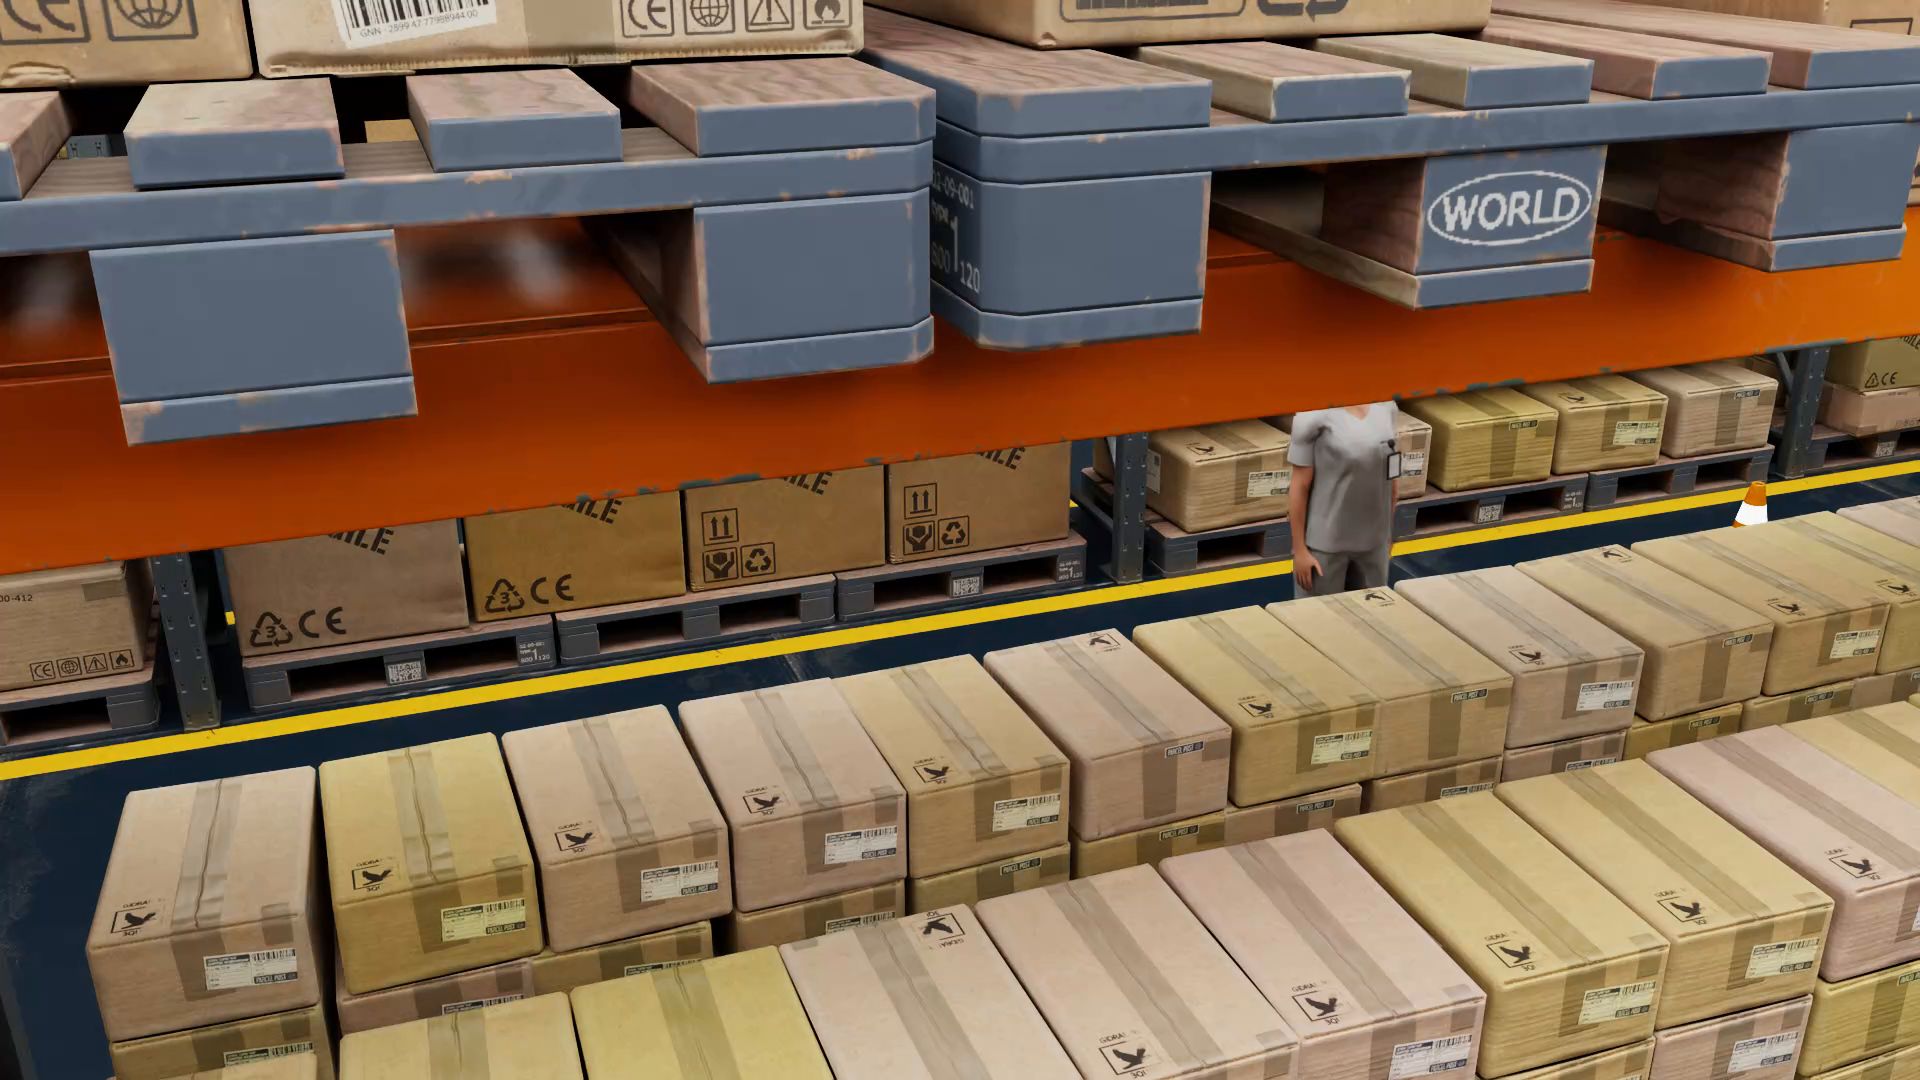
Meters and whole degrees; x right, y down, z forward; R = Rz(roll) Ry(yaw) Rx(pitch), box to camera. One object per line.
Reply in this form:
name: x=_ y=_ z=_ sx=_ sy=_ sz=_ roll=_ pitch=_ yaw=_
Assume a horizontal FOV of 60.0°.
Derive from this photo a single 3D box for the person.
person: x=1.384 y=0.019 z=6.039 sx=0.473 sy=1.699 sz=0.351 roll=-8 pitch=24 yaw=-19
